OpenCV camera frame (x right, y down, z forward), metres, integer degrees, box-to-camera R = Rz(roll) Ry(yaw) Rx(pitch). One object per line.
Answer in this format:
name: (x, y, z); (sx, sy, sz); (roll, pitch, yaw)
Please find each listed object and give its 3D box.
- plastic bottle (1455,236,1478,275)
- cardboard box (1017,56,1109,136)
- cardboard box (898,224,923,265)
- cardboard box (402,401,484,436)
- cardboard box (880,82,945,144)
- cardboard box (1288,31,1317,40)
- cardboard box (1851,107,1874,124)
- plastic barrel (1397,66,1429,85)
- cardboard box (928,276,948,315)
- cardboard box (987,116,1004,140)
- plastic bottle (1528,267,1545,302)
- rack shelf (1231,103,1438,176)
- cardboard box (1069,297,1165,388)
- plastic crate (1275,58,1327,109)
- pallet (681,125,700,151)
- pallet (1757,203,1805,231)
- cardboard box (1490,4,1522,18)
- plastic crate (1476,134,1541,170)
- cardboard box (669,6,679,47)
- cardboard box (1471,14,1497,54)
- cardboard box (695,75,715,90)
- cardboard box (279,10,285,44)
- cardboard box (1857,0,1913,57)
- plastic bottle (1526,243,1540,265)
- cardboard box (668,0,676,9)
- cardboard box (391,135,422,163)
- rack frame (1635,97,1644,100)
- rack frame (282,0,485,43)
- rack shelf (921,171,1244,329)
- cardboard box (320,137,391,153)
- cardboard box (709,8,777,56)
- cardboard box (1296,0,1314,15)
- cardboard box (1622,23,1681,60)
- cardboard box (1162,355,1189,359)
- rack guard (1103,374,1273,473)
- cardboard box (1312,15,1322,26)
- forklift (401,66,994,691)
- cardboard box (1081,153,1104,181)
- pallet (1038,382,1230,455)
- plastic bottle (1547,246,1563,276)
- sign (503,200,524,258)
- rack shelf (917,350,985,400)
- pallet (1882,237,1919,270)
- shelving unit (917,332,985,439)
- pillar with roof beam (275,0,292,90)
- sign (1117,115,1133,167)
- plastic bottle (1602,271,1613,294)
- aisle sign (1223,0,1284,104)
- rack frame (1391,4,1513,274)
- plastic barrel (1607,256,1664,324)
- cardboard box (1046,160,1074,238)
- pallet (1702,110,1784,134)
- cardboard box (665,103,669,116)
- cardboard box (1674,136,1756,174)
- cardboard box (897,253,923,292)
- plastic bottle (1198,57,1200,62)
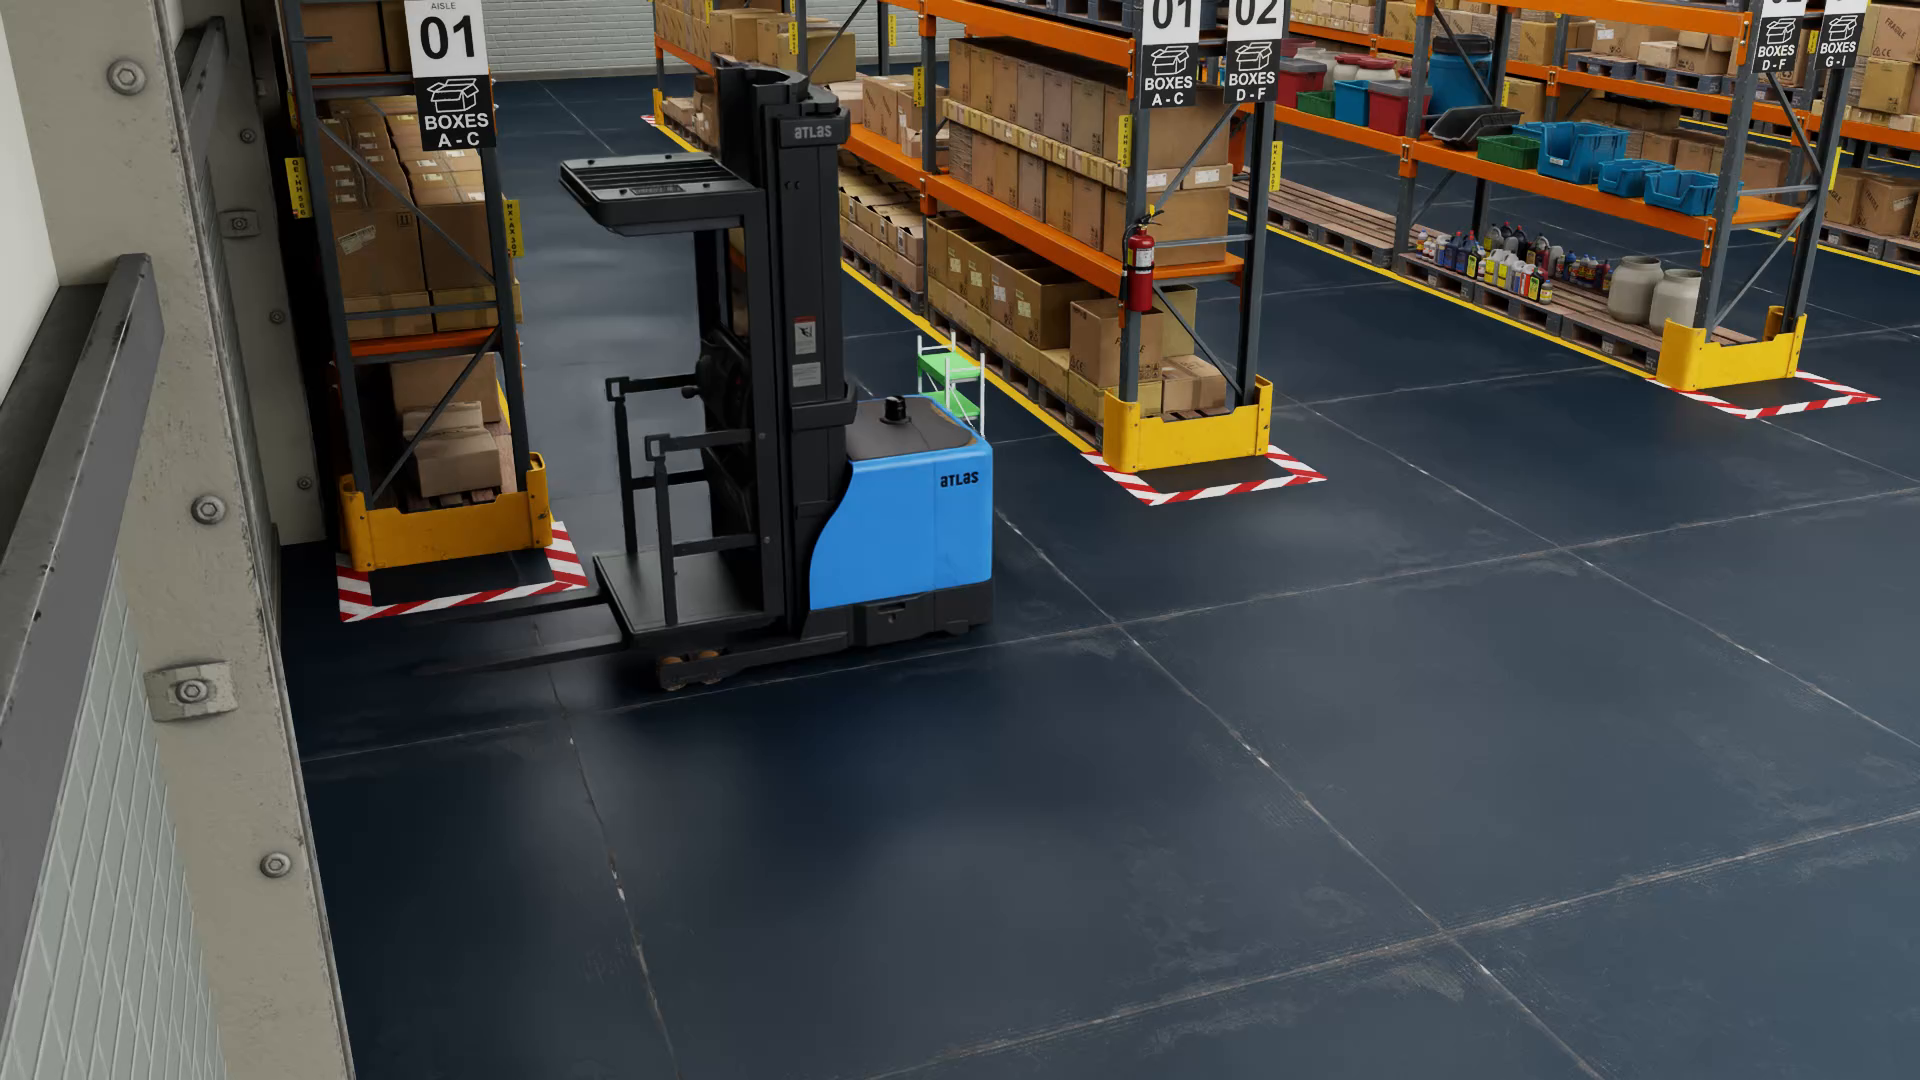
plastic bottle: (4.758, -2.677, 15.584); (0.144, 0.351, 0.185); (-9, 25, -21)
cardboard box: (0.854, -3.372, 12.589); (0.700, 0.500, 0.500); (-8, 24, -19)
cardboard box: (-0.252, -2.728, 15.138); (0.500, 0.311, 0.500); (-8, 24, -19)
cardboard box: (-3.422, -0.736, 11.029); (0.500, 0.311, 0.500); (-6, 24, -15)
cardboard box: (-0.460, -4.136, 16.073); (0.500, 0.500, 0.500); (-8, 24, -19)
cardboard box: (5.811, -7.816, 27.127); (0.875, 0.875, 0.875); (-8, 24, -19)
cardboard box: (9.413, -4.379, 17.100); (0.380, 0.149, 0.250); (-8, 24, -19)
plastic barrel: (4.662, -4.554, 17.018); (0.433, 0.535, 0.433); (0, 23, 0)
cardboard box: (0.039, -2.152, 14.493); (0.500, 0.250, 0.500); (-8, 24, -19)
cardboard box: (0.435, -3.285, 13.219); (0.380, 0.149, 0.250); (-9, 25, -21)
plastic bottle: (5.090, -2.259, 14.678); (0.061, 0.283, 0.133); (-8, 24, -18)
rack shelf: (4.088, -4.509, 18.012); (1.077, 0.370, 4.000); (-8, 24, -19)
cardboard box: (1.105, -1.408, 11.763); (0.500, 0.500, 0.500); (-8, 24, -19)
plastic crate: (3.666, -4.968, 18.092); (0.402, 0.464, 0.583); (-8, 24, -19)
pallet: (-3.343, -5.751, 23.623); (1.003, 0.211, 1.213); (-8, 24, -19)
pallet: (9.152, -3.791, 18.973); (1.003, 0.211, 1.213); (-8, 24, -19)
cardboard box: (7.544, -7.260, 22.193); (0.797, 0.503, 0.637); (-8, 24, -18)
plastic crate: (5.010, -3.484, 14.927); (0.450, 0.188, 0.662); (-8, 24, -19)
cardboard box: (-3.808, -7.275, 23.520); (0.500, 0.500, 0.500); (-8, 24, -19)
cardboard box: (7.252, -6.808, 22.413); (0.500, 0.500, 0.500); (-9, 25, -21)
cardboard box: (-3.657, -6.683, 24.896); (0.500, 0.500, 0.500); (-8, 24, -19)
cardboard box: (-3.639, -3.031, 9.563); (0.500, 0.500, 0.500); (-8, 24, -19)
cardboard box: (9.349, -5.239, 17.019); (0.500, 0.500, 0.500); (-8, 24, -19)
plastic bottle: (5.387, -2.660, 15.630); (0.061, 0.283, 0.133); (-8, 24, -19)
cardboard box: (-3.806, -7.734, 23.321); (0.500, 0.500, 0.500); (-8, 24, -18)
cardboard box: (-3.668, -2.546, 11.630); (0.500, 0.500, 0.500); (-9, 24, -21)
rack frame: (11.278, -8.344, 26.185); (1.000, 3.000, 0.127); (-8, 24, -19)
rack frame: (-3.061, -4.066, 8.310); (1.000, 3.000, 0.127); (-8, 24, -19)
rack shelf: (0.866, -2.377, 12.955); (1.077, 0.370, 4.000); (-8, 24, -19)
cardboard box: (-4.153, -2.470, 11.451); (0.500, 0.500, 0.500); (-8, 24, -18)
cardboard box: (-2.709, -6.379, 20.854); (0.700, 0.500, 0.500); (-18, 29, -36)
cardboard box: (5.659, -8.450, 26.247); (0.500, 0.250, 0.500); (-9, 24, -20)
cardboard box: (8.534, -6.107, 20.207); (0.700, 0.500, 0.500); (-5, 23, -11)
cardboard box: (1.411, -1.315, 12.508); (0.500, 0.250, 0.500); (-8, 24, -19)
rack guard: (1.581, -0.822, 11.556); (1.175, 0.500, 0.348); (-8, 24, -19)
cardboard box: (5.734, -8.117, 25.970); (0.380, 0.149, 0.250); (-9, 24, -20)
forklift: (-1.384, -0.819, 8.421); (3.031, 2.935, 1.130); (-9, 24, -20)
cardboard box: (1.075, -2.628, 11.658); (0.380, 0.149, 0.250); (-9, 24, -20)
pallet: (1.263, -0.969, 12.278); (1.003, 0.211, 1.213); (-8, 24, -19)
plastic bottle: (5.527, -2.620, 15.545); (0.152, 0.276, 0.135); (-8, 24, -18)
sign: (-2.553, -1.775, 9.484); (0.100, 0.325, 0.005); (-8, 24, -19)
rack shelf: (-0.058, -0.996, 9.998); (0.258, 0.148, 0.480); (-8, 24, -19)
pallet: (10.133, -2.825, 16.681); (1.003, 0.211, 1.213); (-8, 24, -19)
shelving unit: (-0.058, -0.613, 10.160); (0.258, 1.200, 0.503); (-8, 24, -19)
pillar with roof beam: (-6.448, -11.332, 25.551); (9.100, 9.000, 0.400); (-8, 24, -19)
sign: (1.060, -2.555, 10.655); (0.100, 0.325, 0.005); (-8, 24, -19)
plastic bottle: (5.822, -2.313, 14.912); (0.097, 0.201, 0.097); (0, 23, 0)
aisle sign: (1.882, -3.198, 10.629); (0.394, 0.787, 0.004); (-8, 24, -19)
rack frame: (4.795, -4.114, 16.148); (1.000, 3.000, 0.127); (-8, 24, -19)
plastic barrel: (5.727, -2.118, 14.076); (0.421, 0.512, 0.421); (0, 23, 0)
cardboard box: (1.059, -2.571, 12.359); (0.700, 0.500, 0.500); (-8, 24, -19)
pallet: (11.989, -6.332, 25.002); (1.003, 0.211, 1.213); (-8, 24, -19)
cardboard box: (-4.165, -6.403, 24.661); (0.380, 0.166, 0.250); (-8, 24, -19)
cardboard box: (8.883, -4.449, 19.597); (0.700, 0.500, 0.500); (-11, 25, -24)
cardboard box: (-0.258, -2.473, 15.255); (0.500, 0.250, 0.500); (-9, 24, -20)
plastic bottle: (3.041, -6.216, 21.295); (0.152, 0.276, 0.135); (-8, 24, -19)
